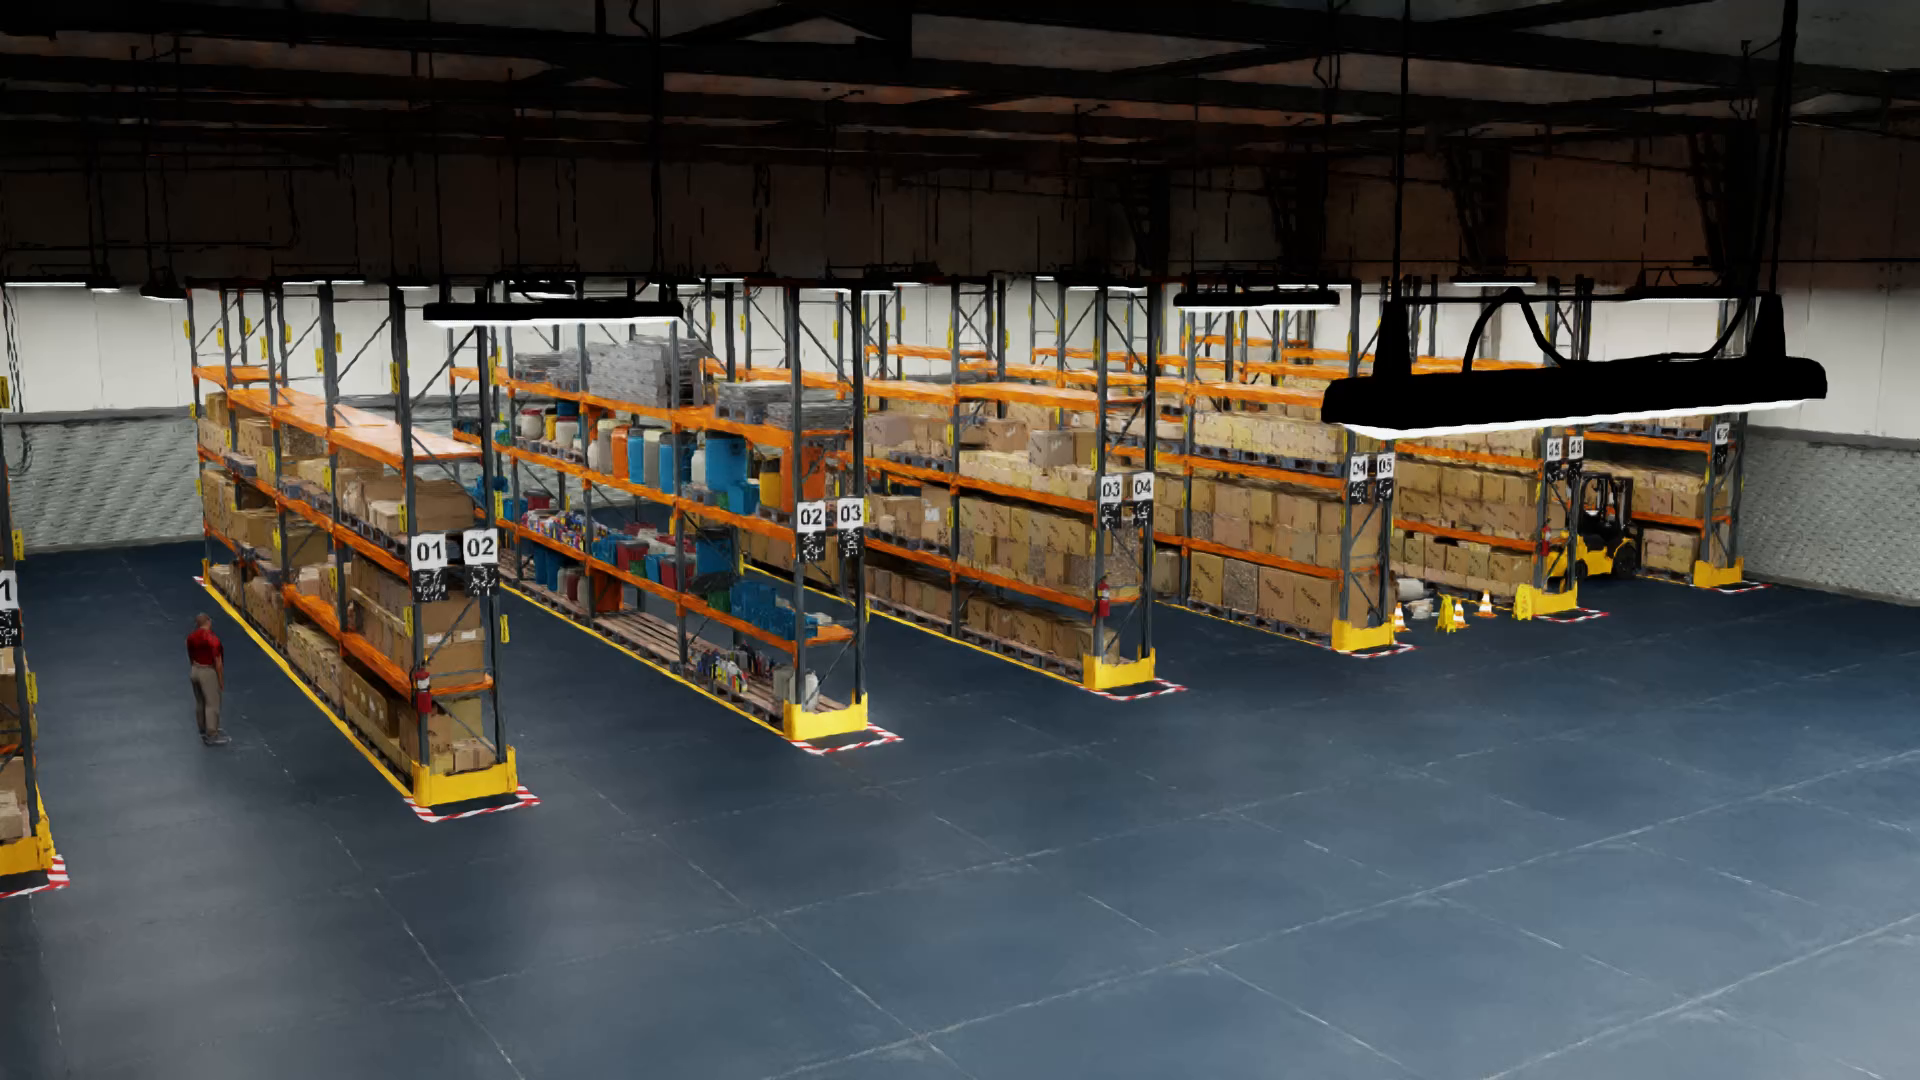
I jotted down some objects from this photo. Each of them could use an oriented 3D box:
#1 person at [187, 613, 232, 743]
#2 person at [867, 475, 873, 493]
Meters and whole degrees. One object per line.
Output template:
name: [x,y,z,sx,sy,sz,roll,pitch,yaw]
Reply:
person: [-9.927,1.802,22.024,0.593,1.733,0.457,5,11,28]
person: [-2.061,-0.536,35.745,0.547,1.785,0.646,-1,10,-5]
